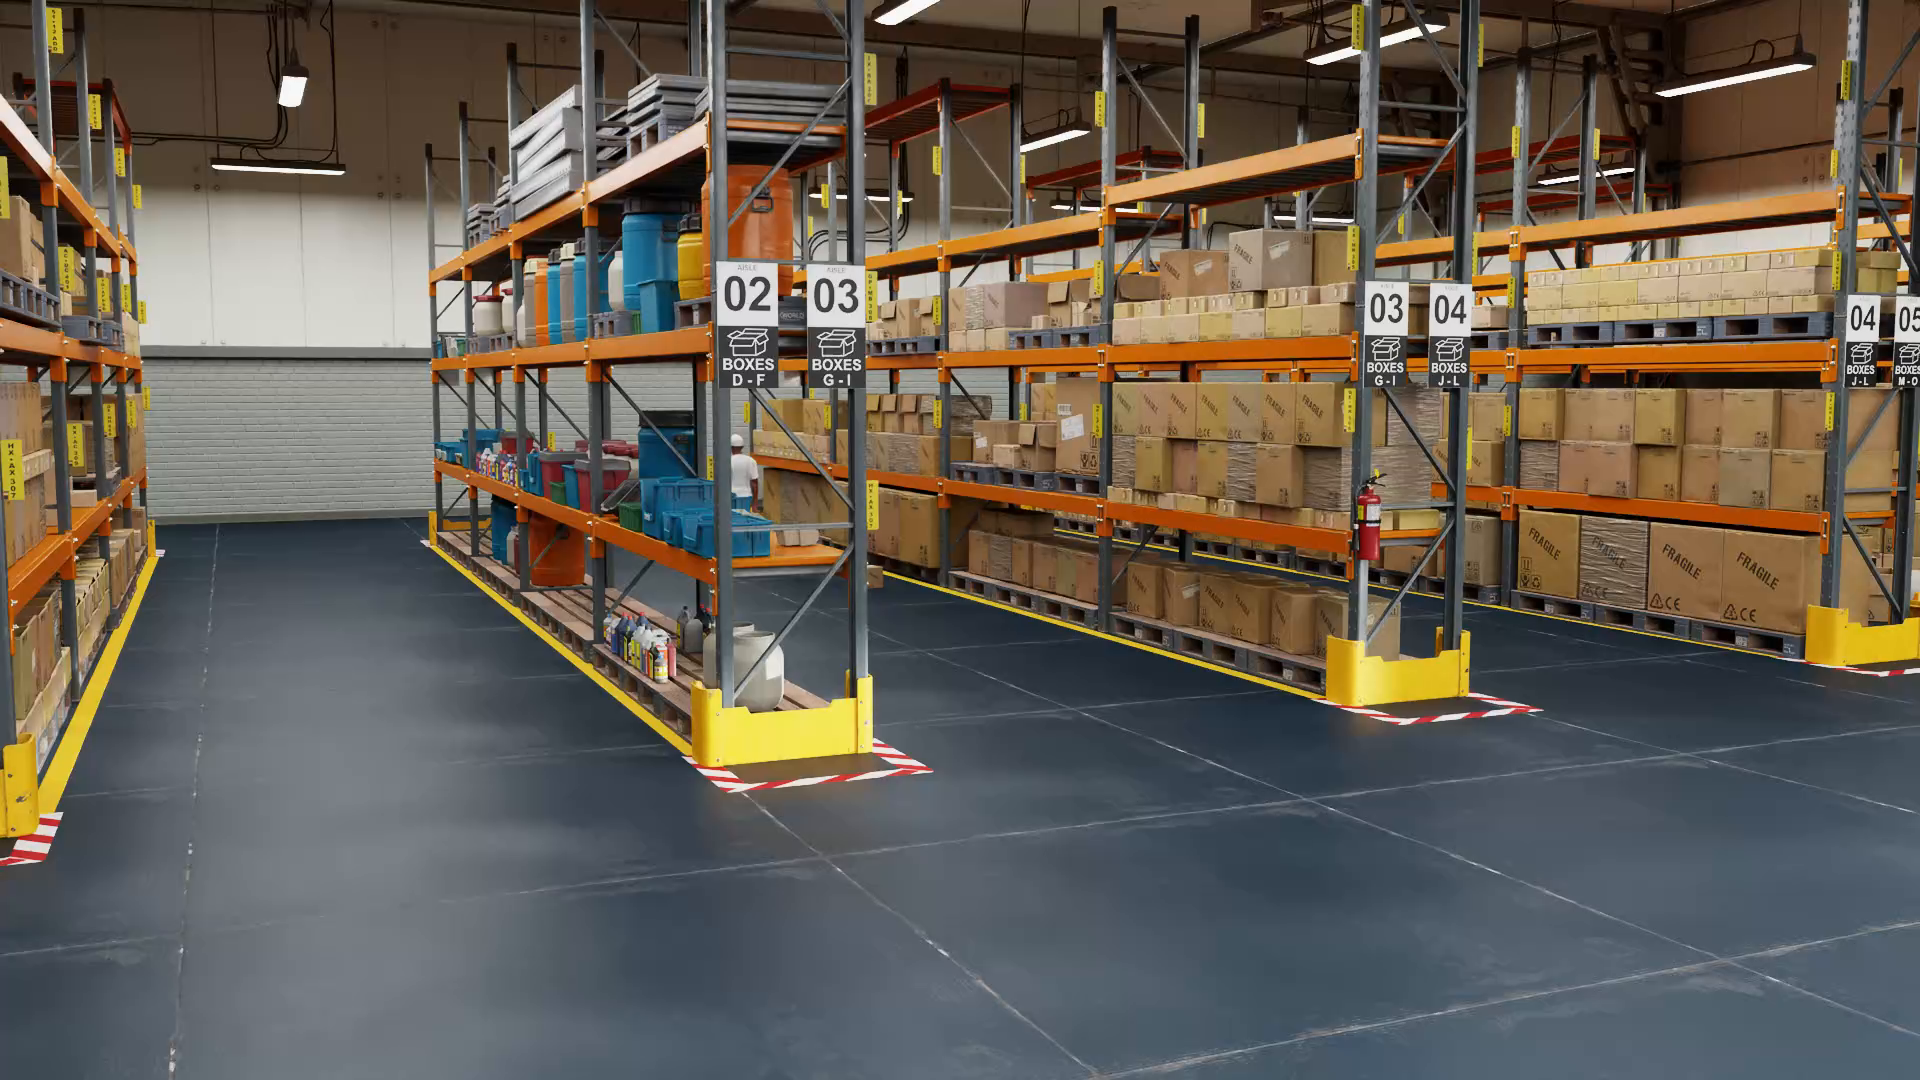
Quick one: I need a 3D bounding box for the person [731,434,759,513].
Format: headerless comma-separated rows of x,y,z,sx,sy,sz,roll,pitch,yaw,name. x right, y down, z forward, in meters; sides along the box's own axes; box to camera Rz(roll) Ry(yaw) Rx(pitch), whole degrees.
-2.988,-0.482,21.932,0.567,1.829,0.617,-4,7,-38,person
